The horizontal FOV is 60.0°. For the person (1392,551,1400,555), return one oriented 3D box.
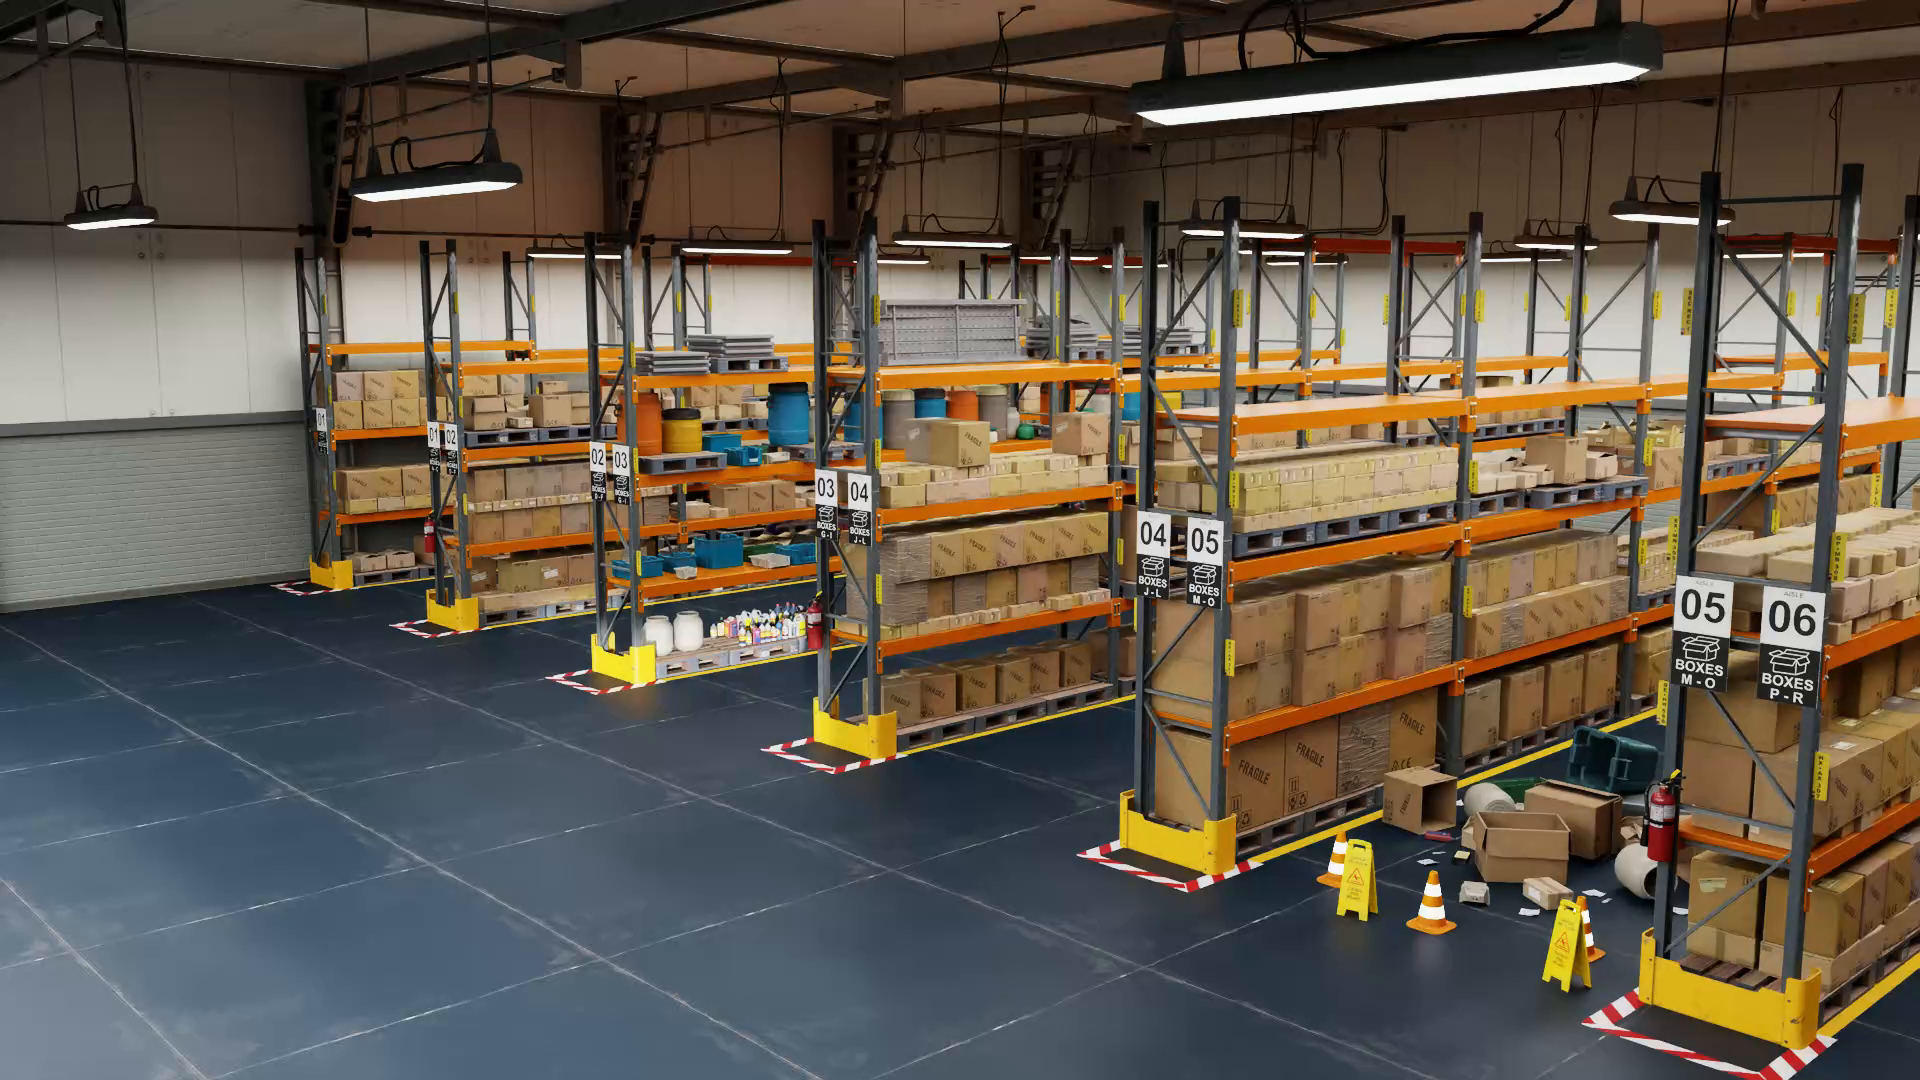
[{"bbox_3d":[6.010,0.932,23.111,0.953,1.676,0.565,-8,12,-43],"label":"person"}]

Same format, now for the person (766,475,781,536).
[{"bbox_3d":[-3.766,-0.538,33.286,0.602,1.670,0.886,6,10,35],"label":"person"}]
